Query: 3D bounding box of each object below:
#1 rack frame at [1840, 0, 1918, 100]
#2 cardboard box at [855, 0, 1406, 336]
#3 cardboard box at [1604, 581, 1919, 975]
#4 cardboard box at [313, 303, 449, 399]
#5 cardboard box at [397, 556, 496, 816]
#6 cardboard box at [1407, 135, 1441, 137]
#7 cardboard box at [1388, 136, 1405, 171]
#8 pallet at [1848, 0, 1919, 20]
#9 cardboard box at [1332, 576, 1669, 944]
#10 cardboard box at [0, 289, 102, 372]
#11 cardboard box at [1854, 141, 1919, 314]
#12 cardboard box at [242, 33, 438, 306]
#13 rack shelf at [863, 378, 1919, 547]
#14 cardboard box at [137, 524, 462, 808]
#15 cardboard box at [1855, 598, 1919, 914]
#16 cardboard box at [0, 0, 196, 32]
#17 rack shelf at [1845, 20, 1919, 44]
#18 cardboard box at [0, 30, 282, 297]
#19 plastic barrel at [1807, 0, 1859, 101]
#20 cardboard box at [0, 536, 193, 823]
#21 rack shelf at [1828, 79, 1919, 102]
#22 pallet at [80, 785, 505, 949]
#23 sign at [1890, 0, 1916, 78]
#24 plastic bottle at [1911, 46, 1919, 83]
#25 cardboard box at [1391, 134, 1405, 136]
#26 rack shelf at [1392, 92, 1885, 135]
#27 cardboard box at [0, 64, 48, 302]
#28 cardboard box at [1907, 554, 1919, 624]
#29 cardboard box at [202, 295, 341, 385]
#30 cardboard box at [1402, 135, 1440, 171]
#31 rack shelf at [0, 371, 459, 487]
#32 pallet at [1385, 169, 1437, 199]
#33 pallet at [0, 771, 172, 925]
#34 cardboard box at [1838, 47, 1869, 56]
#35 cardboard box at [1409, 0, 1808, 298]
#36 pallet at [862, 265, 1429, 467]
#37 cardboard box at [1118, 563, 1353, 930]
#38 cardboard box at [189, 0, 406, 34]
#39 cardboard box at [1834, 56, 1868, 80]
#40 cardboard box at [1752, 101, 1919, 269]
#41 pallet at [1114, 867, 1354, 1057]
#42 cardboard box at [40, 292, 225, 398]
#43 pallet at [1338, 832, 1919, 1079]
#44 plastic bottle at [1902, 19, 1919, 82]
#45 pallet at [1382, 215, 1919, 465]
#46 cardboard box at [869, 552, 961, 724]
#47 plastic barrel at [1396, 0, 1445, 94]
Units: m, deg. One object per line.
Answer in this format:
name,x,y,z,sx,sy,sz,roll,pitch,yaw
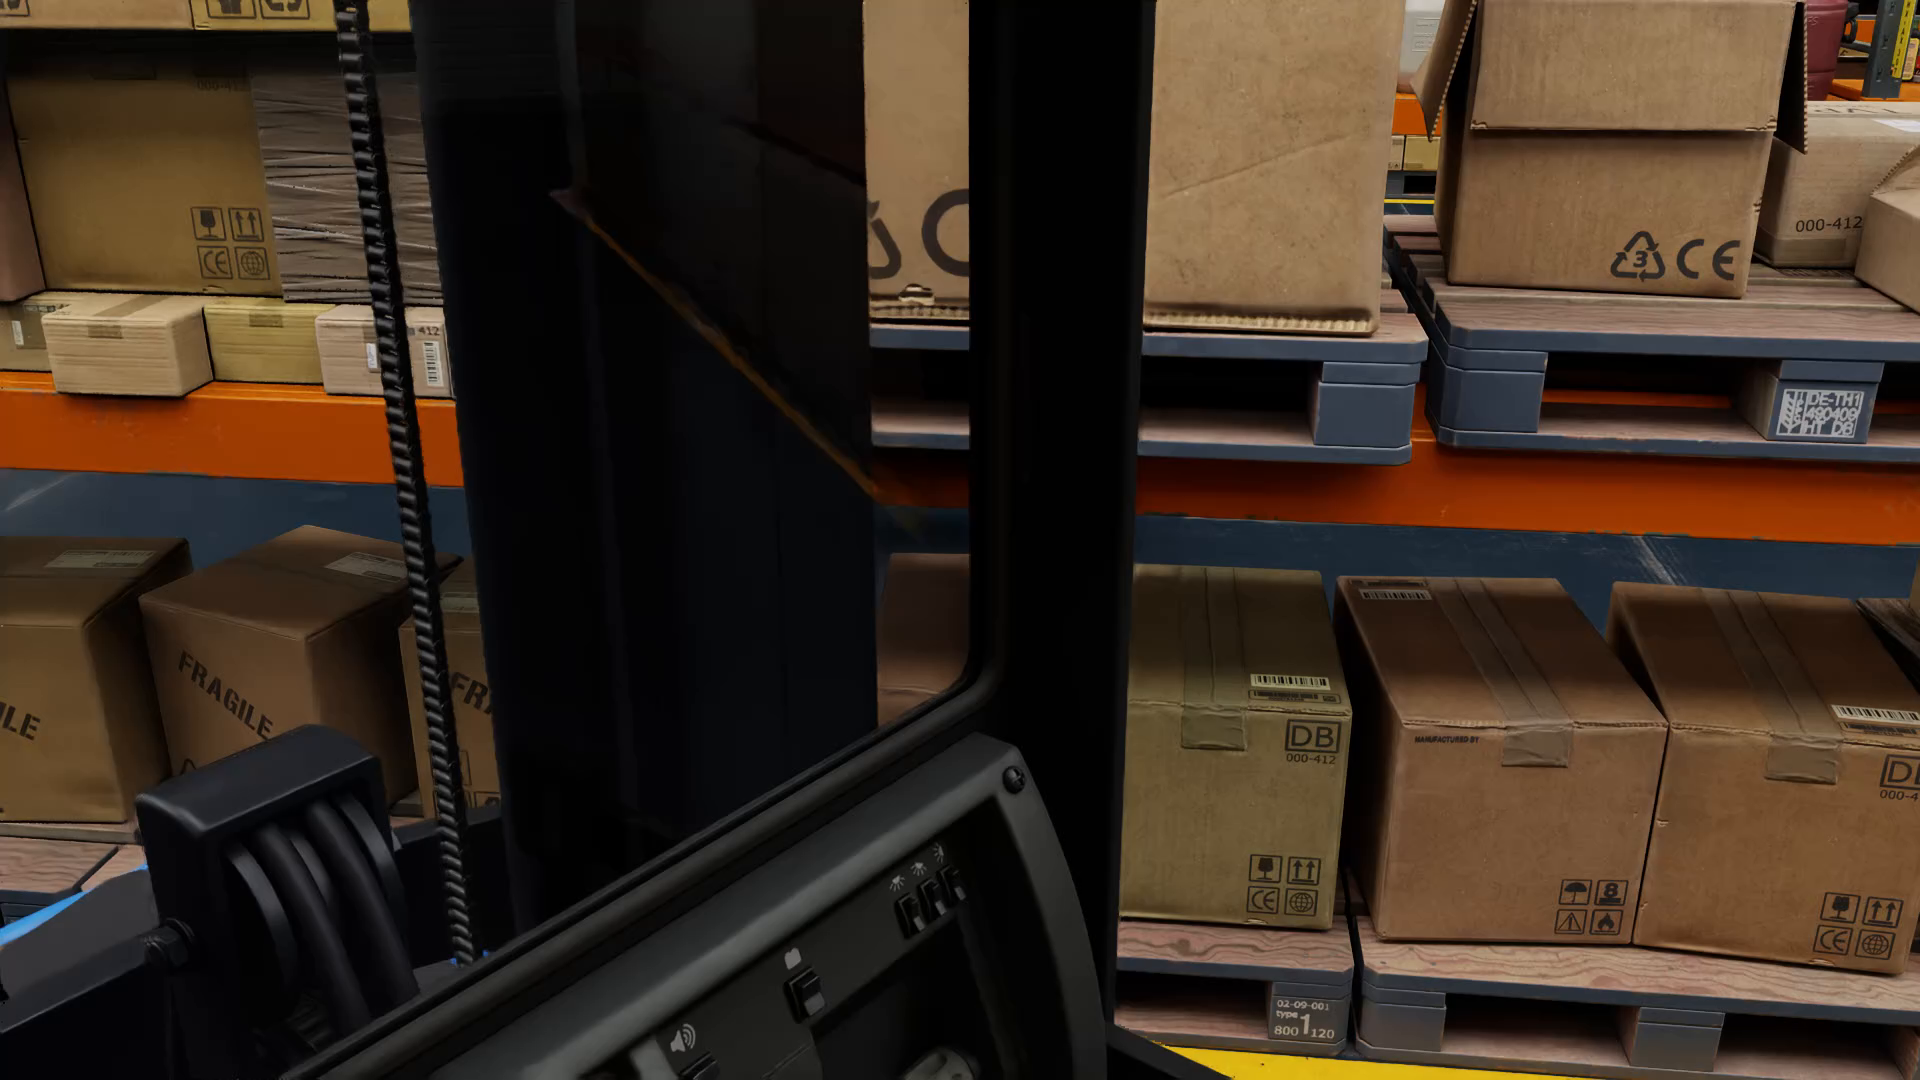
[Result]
rack frame,4.015,-2.236,7.517,0.127,3.000,1.000,2,22,6
cardboard box,0.232,-0.990,2.977,1.000,1.000,1.000,3,22,7
cardboard box,1.648,0.467,3.481,0.500,0.500,0.700,4,22,11
cardboard box,-1.035,-0.401,3.215,0.250,0.149,0.380,2,22,6
cardboard box,-0.933,0.334,3.844,0.500,0.500,0.500,2,22,5
cardboard box,3.536,-3.175,12.297,0.500,0.311,0.500,2,22,5
cardboard box,3.039,-2.939,12.462,0.500,0.250,0.500,3,22,8
pallet,6.533,-3.873,11.918,1.213,0.211,1.003,2,22,6
cardboard box,1.094,0.443,3.542,0.500,0.500,0.700,1,22,2
cardboard box,-1.771,-0.462,3.371,0.250,0.149,0.380,2,22,6
cardboard box,1.744,-0.534,2.823,0.258,0.266,0.396,2,22,5
cardboard box,-0.980,-0.828,3.414,0.500,0.500,0.875,2,22,6
rack shelf,1.446,-0.180,3.294,4.000,0.370,1.077,2,22,6
cardboard box,-1.502,0.312,3.899,0.500,0.500,0.500,10,24,23
cardboard box,2.212,0.489,3.425,0.500,0.500,0.700,1,22,2
cardboard box,-1.516,-1.191,2.972,0.500,0.500,0.500,2,22,6
rack shelf,6.588,-3.624,12.004,4.000,0.370,1.077,2,22,6
cardboard box,-1.472,-0.863,3.501,0.500,0.500,0.875,2,22,6
plastic barrel,3.519,-2.209,7.263,0.708,0.536,0.600,2,22,6
cardboard box,-2.128,0.314,3.895,0.500,0.500,0.500,1,22,1
rack shelf,6.001,-1.815,7.430,4.000,0.370,1.077,2,22,6
pallet,-1.211,0.679,3.934,1.213,0.211,1.003,2,22,6
sign,3.957,-2.111,6.978,0.005,0.325,0.100,2,22,6
plastic bottle,4.579,-2.271,7.874,0.097,0.201,0.097,0,22,0
cardboard box,3.035,-3.198,12.355,0.500,0.311,0.500,2,22,6
rack shelf,2.029,-1.988,7.868,4.000,0.370,1.077,2,22,6
cardboard box,-1.980,-0.847,3.463,0.500,0.500,0.875,2,22,6
cardboard box,2.235,0.144,3.278,0.500,0.250,0.500,5,22,12
cardboard box,-1.277,-0.433,3.298,0.250,0.149,0.380,2,22,6
cardboard box,3.538,-2.916,12.405,0.500,0.250,0.500,2,22,6
rack shelf,-2.526,-0.353,3.732,4.000,0.370,1.077,2,22,6
pallet,3.789,-2.798,12.730,1.213,0.211,1.003,2,22,6
pallet,-2.426,0.628,4.065,1.213,0.211,1.003,2,22,6
cardboard box,8.492,-4.857,16.497,0.750,0.750,0.750,3,22,7
cardboard box,1.192,-0.803,3.180,0.637,0.503,0.797,5,22,12
pallet,0.202,-0.426,3.198,1.213,0.211,1.003,2,22,6
cardboard box,0.539,0.419,3.603,0.500,0.500,0.700,2,22,6
cardboard box,-1.019,-1.170,2.919,0.500,0.500,0.500,2,22,6
cardboard box,6.631,-3.437,12.336,0.500,0.250,0.500,2,22,5
cardboard box,1.795,-0.710,3.289,0.500,0.250,0.500,2,22,5
pallet,0.233,0.729,3.809,1.213,0.211,1.003,2,22,6
cardboard box,-1.538,-0.403,3.222,0.250,0.149,0.380,2,22,6
pallet,1.448,0.781,3.678,1.213,0.211,1.003,2,22,6
plastic bottle,4.467,-2.320,7.888,0.133,0.283,0.061,2,22,6
pallet,1.461,-0.410,3.157,1.213,0.211,1.003,2,22,6
cardboard box,0.067,0.391,3.672,0.500,0.500,0.700,1,22,2
plastic barrel,2.125,-2.301,7.495,0.433,0.535,0.433,0,22,0
